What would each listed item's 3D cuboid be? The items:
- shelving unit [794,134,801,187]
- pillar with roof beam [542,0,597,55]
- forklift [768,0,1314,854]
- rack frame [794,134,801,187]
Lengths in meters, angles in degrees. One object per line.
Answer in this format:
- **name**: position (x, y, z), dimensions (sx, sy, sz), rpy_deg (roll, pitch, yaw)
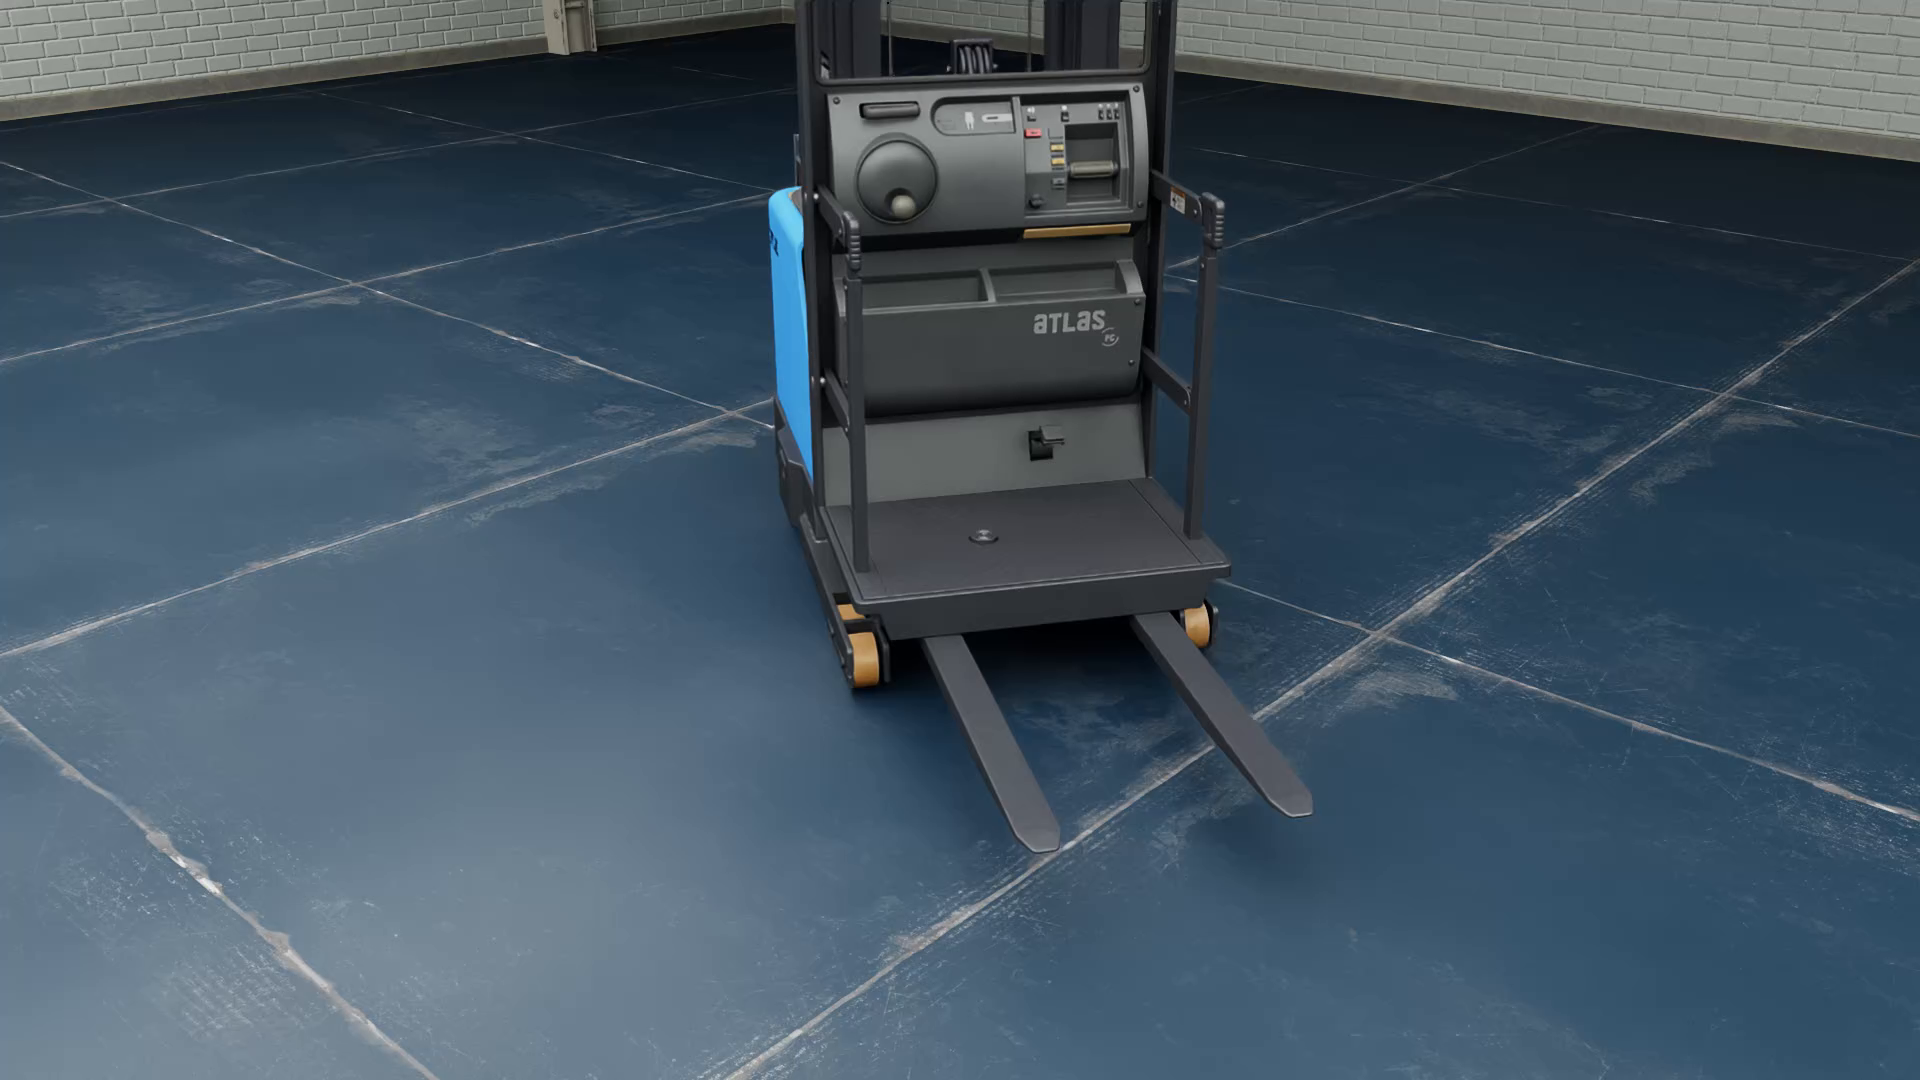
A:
- **shelving unit**: position (-0.346, -0.939, 6.379), dimensions (0.503, 1.200, 0.258), rpy_deg (-6, 25, -13)
- **pillar with roof beam**: position (-0.684, -7.833, 12.221), dimensions (9.100, 9.000, 0.400), rpy_deg (20, 31, 38)
- **forklift**: position (0.140, -1.079, 4.574), dimensions (1.130, 2.935, 3.031), rpy_deg (-6, 25, -12)
- **rack frame**: position (-0.583, -0.916, 6.326), dimensions (0.015, 1.200, 0.240), rpy_deg (-6, 25, -13)
